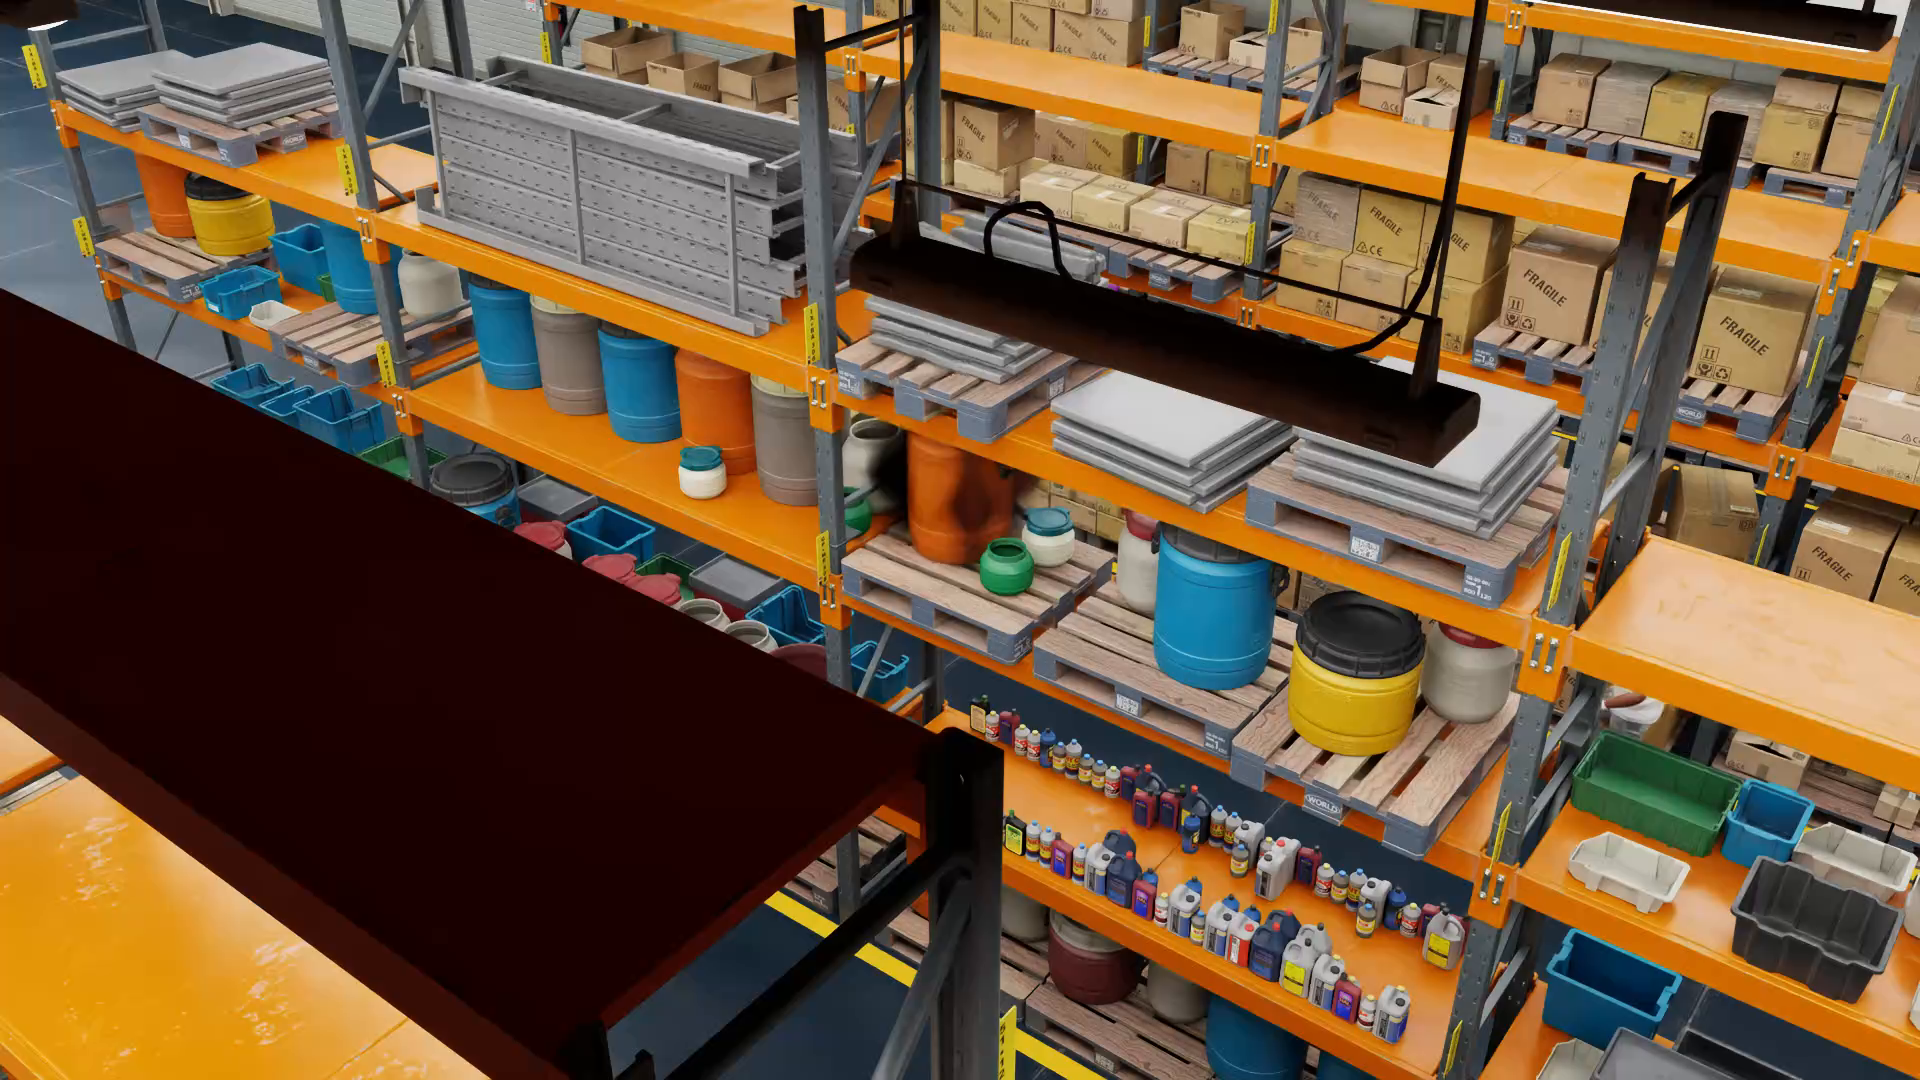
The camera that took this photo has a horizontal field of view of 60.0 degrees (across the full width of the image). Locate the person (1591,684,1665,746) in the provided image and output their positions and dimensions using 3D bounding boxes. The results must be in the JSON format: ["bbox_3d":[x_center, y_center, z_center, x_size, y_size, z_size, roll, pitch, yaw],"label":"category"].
[{"bbox_3d":[4.605,1.113,11.414,0.878,1.725,0.735,21,37,31],"label":"person"}]

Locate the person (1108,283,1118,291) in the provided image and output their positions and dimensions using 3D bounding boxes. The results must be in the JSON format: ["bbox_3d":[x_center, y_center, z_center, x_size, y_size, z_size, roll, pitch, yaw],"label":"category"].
[{"bbox_3d":[1.362,-2.163,17.120,0.411,1.779,0.674,-17,35,-26],"label":"person"}]
